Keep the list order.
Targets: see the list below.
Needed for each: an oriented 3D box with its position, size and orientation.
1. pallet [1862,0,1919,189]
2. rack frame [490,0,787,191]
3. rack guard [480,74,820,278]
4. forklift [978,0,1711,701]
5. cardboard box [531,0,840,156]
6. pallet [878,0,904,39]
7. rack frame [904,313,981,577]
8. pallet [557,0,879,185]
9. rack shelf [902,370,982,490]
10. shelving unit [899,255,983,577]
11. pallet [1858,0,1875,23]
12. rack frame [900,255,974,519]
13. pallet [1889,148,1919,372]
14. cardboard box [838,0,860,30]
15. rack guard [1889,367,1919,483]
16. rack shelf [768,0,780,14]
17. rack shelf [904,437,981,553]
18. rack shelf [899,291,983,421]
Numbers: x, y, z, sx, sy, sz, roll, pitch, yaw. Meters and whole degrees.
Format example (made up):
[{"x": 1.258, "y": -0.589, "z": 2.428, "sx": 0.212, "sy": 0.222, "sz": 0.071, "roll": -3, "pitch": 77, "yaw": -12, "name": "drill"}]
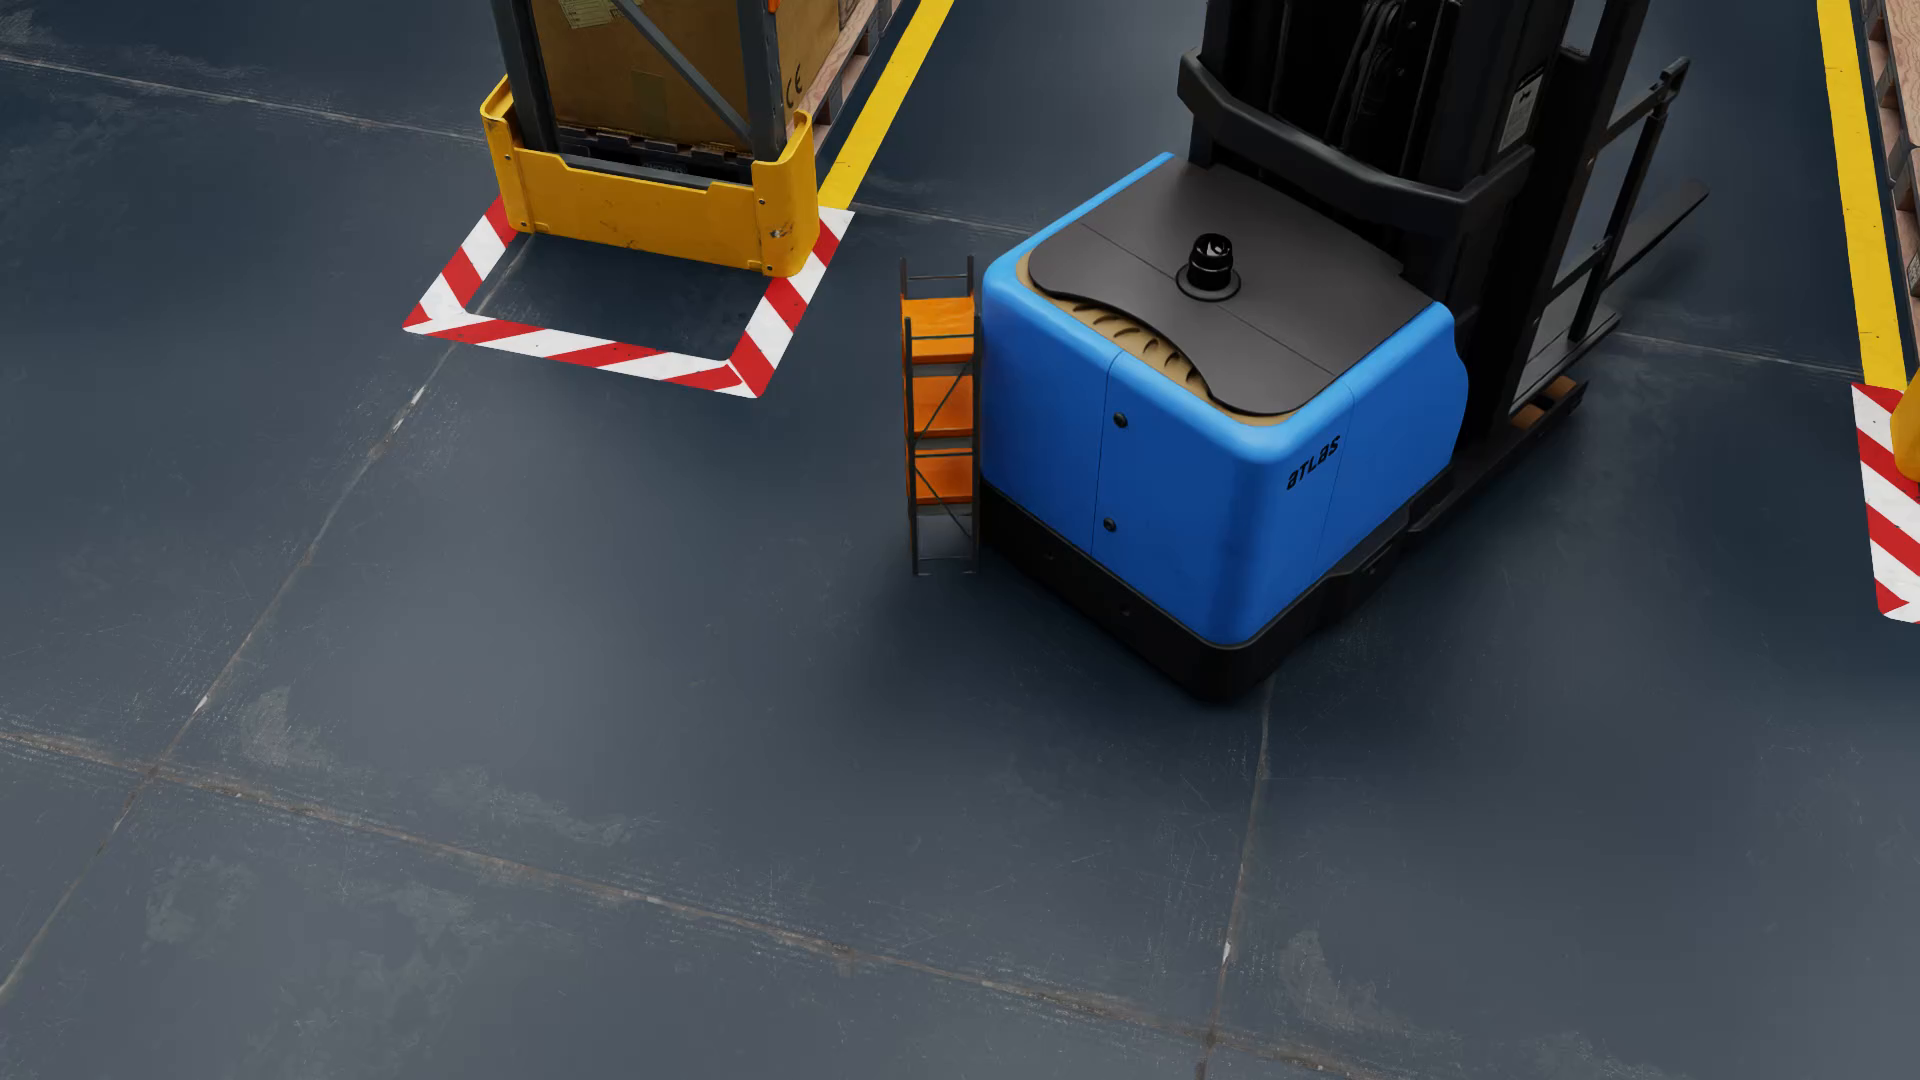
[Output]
[{"x": 4.241, "y": -1.767, "z": 6.669, "sx": 1.003, "sy": 0.211, "sz": 1.213, "roll": 12, "pitch": 50, "yaw": 10, "name": "pallet"}, {"x": -1.115, "y": -2.198, "z": 5.190, "sx": 1.000, "sy": 3.000, "sz": 0.127, "roll": 12, "pitch": 50, "yaw": 10, "name": "rack frame"}, {"x": -1.121, "y": -1.354, "z": 6.111, "sx": 1.175, "sy": 0.500, "sz": 0.348, "roll": 12, "pitch": 50, "yaw": 10, "name": "rack guard"}, {"x": 1.446, "y": -1.507, "z": 4.626, "sx": 3.031, "sy": 2.935, "sz": 1.130, "roll": -37, "pitch": 58, "yaw": -28, "name": "forklift"}, {"x": -1.024, "y": -2.113, "z": 6.251, "sx": 0.875, "sy": 0.875, "sz": 0.875, "roll": 12, "pitch": 50, "yaw": 10, "name": "cardboard box"}, {"x": -0.657, "y": -2.749, "z": 7.536, "sx": 1.003, "sy": 0.211, "sz": 1.213, "roll": 12, "pitch": 50, "yaw": 10, "name": "pallet"}, {"x": -0.046, "y": -0.241, "z": 4.762, "sx": 0.200, "sy": 1.050, "sz": 0.008, "roll": -3, "pitch": 49, "yaw": -3, "name": "rack frame"}, {"x": -0.980, "y": -1.869, "z": 6.759, "sx": 1.003, "sy": 0.211, "sz": 1.213, "roll": 12, "pitch": 50, "yaw": 10, "name": "pallet"}, {"x": -0.055, "y": -0.325, "z": 4.851, "sx": 0.215, "sy": 0.259, "sz": 0.240, "roll": -3, "pitch": 49, "yaw": -3, "name": "rack shelf"}, {"x": -0.055, "y": -0.332, "z": 4.843, "sx": 0.215, "sy": 1.050, "sz": 0.252, "roll": -3, "pitch": 49, "yaw": -3, "name": "shelving unit"}, {"x": 4.560, "y": -2.652, "z": 7.450, "sx": 1.003, "sy": 0.211, "sz": 1.213, "roll": 12, "pitch": 50, "yaw": 10, "name": "pallet"}, {"x": -0.063, "y": -0.423, "z": 4.924, "sx": 0.200, "sy": 1.050, "sz": 0.008, "roll": -3, "pitch": 49, "yaw": -3, "name": "rack frame"}, {"x": 3.918, "y": -0.887, "z": 5.892, "sx": 1.003, "sy": 0.211, "sz": 1.213, "roll": 12, "pitch": 50, "yaw": 10, "name": "pallet"}, {"x": -0.784, "y": -2.771, "z": 6.832, "sx": 0.875, "sy": 0.875, "sz": 0.875, "roll": 12, "pitch": 50, "yaw": 10, "name": "cardboard box"}, {"x": 3.670, "y": -0.374, "z": 5.247, "sx": 1.175, "sy": 0.500, "sz": 0.348, "roll": 12, "pitch": 50, "yaw": 10, "name": "rack guard"}, {"x": -0.589, "y": -3.407, "z": 6.736, "sx": 1.077, "sy": 0.370, "sz": 4.000, "roll": 12, "pitch": 50, "yaw": 10, "name": "rack shelf"}, {"x": -0.055, "y": -0.141, "z": 5.059, "sx": 0.215, "sy": 0.259, "sz": 0.240, "roll": -3, "pitch": 49, "yaw": -3, "name": "rack shelf"}, {"x": -0.055, "y": -0.513, "z": 4.638, "sx": 0.215, "sy": 0.259, "sz": 0.240, "roll": -3, "pitch": 49, "yaw": -3, "name": "rack shelf"}]
